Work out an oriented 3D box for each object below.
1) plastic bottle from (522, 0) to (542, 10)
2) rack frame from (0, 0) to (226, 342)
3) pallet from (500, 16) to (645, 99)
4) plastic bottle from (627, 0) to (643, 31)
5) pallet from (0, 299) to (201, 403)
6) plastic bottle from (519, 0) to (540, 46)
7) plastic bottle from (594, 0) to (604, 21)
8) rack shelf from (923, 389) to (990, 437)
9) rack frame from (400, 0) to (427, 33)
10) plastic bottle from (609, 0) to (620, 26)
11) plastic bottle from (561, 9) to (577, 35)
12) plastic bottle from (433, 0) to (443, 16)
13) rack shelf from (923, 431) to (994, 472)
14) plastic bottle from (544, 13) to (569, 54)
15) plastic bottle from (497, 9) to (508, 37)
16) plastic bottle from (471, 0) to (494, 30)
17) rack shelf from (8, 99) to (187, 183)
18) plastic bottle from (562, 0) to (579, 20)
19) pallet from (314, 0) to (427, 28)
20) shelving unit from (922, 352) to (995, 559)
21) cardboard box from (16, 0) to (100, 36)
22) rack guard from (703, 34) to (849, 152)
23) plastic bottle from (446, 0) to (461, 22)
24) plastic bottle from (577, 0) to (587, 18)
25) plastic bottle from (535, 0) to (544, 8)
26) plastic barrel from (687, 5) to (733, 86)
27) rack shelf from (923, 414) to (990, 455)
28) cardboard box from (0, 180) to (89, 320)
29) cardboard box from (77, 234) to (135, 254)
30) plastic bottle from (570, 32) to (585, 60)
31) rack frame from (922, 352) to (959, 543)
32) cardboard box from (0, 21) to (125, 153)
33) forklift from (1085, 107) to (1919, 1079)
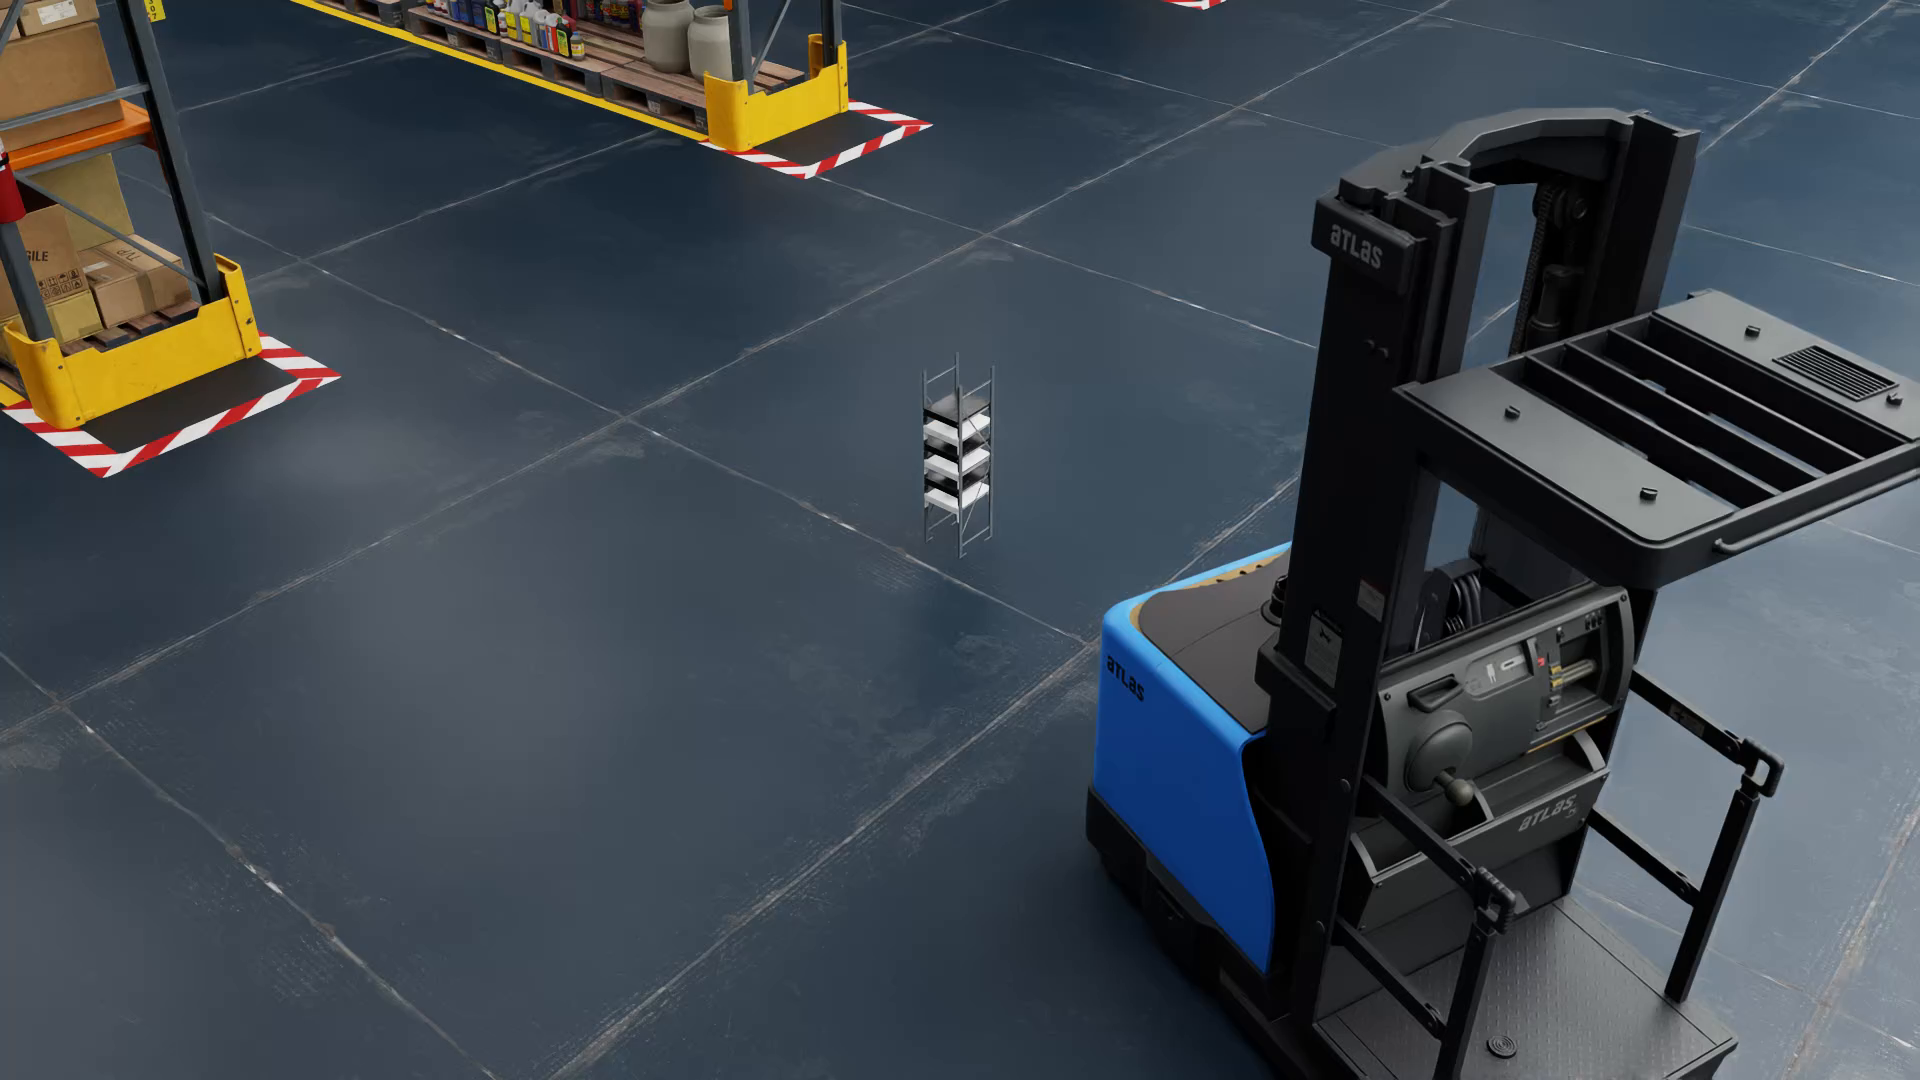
[{"bbox_3d":[-3.397,-4.154,13.166,0.135,0.276,0.152,25,42,32],"label":"plastic bottle"},{"bbox_3d":[-4.397,-2.114,8.179,0.127,3.000,1.000,25,42,32],"label":"rack frame"},{"bbox_3d":[-2.868,-3.864,13.190,1.213,0.211,1.003,25,42,32],"label":"pallet"},{"bbox_3d":[-2.581,-4.212,13.244,0.133,0.283,0.061,26,42,33],"label":"plastic bottle"},{"bbox_3d":[-5.012,-1.224,9.345,1.213,0.211,1.003,25,42,32],"label":"pallet"},{"bbox_3d":[-3.330,-4.043,12.939,0.185,0.351,0.144,27,43,34],"label":"plastic bottle"},{"bbox_3d":[-2.915,-4.351,13.457,0.097,0.271,0.097,0,34,0],"label":"plastic bottle"},{"bbox_3d":[-0.006,-0.569,7.366,0.200,0.077,0.258,25,42,32],"label":"rack shelf"},{"bbox_3d":[-4.299,-5.717,13.425,0.127,3.000,1.000,25,42,32],"label":"rack frame"},{"bbox_3d":[-2.759,-4.277,13.350,0.097,0.271,0.097,0,34,0],"label":"plastic bottle"},{"bbox_3d":[-3.026,-3.954,12.868,0.133,0.283,0.061,25,42,32],"label":"plastic bottle"},{"bbox_3d":[-4.257,-4.402,13.593,0.097,0.201,0.097,0,34,0],"label":"plastic bottle"},{"bbox_3d":[-0.006,-0.421,7.467,0.200,0.077,0.258,25,42,32],"label":"rack shelf"},{"bbox_3d":[-3.093,-3.904,12.803,0.135,0.276,0.152,26,42,32],"label":"plastic bottle"},{"bbox_3d":[-3.597,-4.091,13.140,0.097,0.201,0.097,0,34,0],"label":"plastic bottle"},{"bbox_3d":[-3.799,-4.265,13.262,0.185,0.351,0.144,23,41,30],"label":"plastic bottle"},{"bbox_3d":[-5.934,-2.542,9.437,4.000,0.370,1.077,25,42,32],"label":"rack shelf"},{"bbox_3d":[-3.169,-4.377,13.484,0.133,0.283,0.061,25,42,32],"label":"plastic bottle"},{"bbox_3d":[-4.928,-4.835,14.604,1.213,0.211,1.003,25,42,32],"label":"pallet"},{"bbox_3d":[-0.006,-0.374,7.500,0.210,0.900,0.258,25,42,32],"label":"shelving unit"},{"bbox_3d":[-4.561,-2.659,8.310,0.250,0.149,0.380,25,42,32],"label":"cardboard box"},{"bbox_3d":[-1.314,-3.244,12.033,0.348,0.500,1.175,25,42,32],"label":"rack guard"},{"bbox_3d":[-4.069,-4.364,13.472,0.135,0.276,0.152,27,43,33],"label":"plastic bottle"},{"bbox_3d":[-3.102,-4.420,13.554,0.135,0.276,0.152,26,42,33],"label":"plastic bottle"},{"bbox_3d":[-3.548,-4.524,13.706,0.135,0.276,0.152,25,42,32],"label":"plastic bottle"},{"bbox_3d":[-1.780,-3.621,12.199,0.421,0.512,0.421,0,34,0],"label":"plastic barrel"},{"bbox_3d":[-0.006,-0.495,7.417,0.200,0.077,0.258,25,42,32],"label":"rack shelf"},{"bbox_3d":[-5.000,-1.528,8.720,0.500,0.500,0.500,25,42,32],"label":"cardboard box"},{"bbox_3d":[-5.054,-1.624,9.523,0.500,0.250,0.500,25,42,32],"label":"cardboard box"},{"bbox_3d":[-2.917,-3.770,12.673,0.097,0.201,0.097,0,34,0],"label":"plastic bottle"},{"bbox_3d":[-0.084,-0.411,7.553,0.006,0.900,0.240,25,42,32],"label":"rack frame"},{"bbox_3d":[-4.748,-2.330,8.405,0.500,0.500,0.700,25,42,32],"label":"cardboard box"},{"bbox_3d":[1.624,0.492,4.445,1.130,2.935,3.031,-18,38,-24],"label":"forklift"}]
